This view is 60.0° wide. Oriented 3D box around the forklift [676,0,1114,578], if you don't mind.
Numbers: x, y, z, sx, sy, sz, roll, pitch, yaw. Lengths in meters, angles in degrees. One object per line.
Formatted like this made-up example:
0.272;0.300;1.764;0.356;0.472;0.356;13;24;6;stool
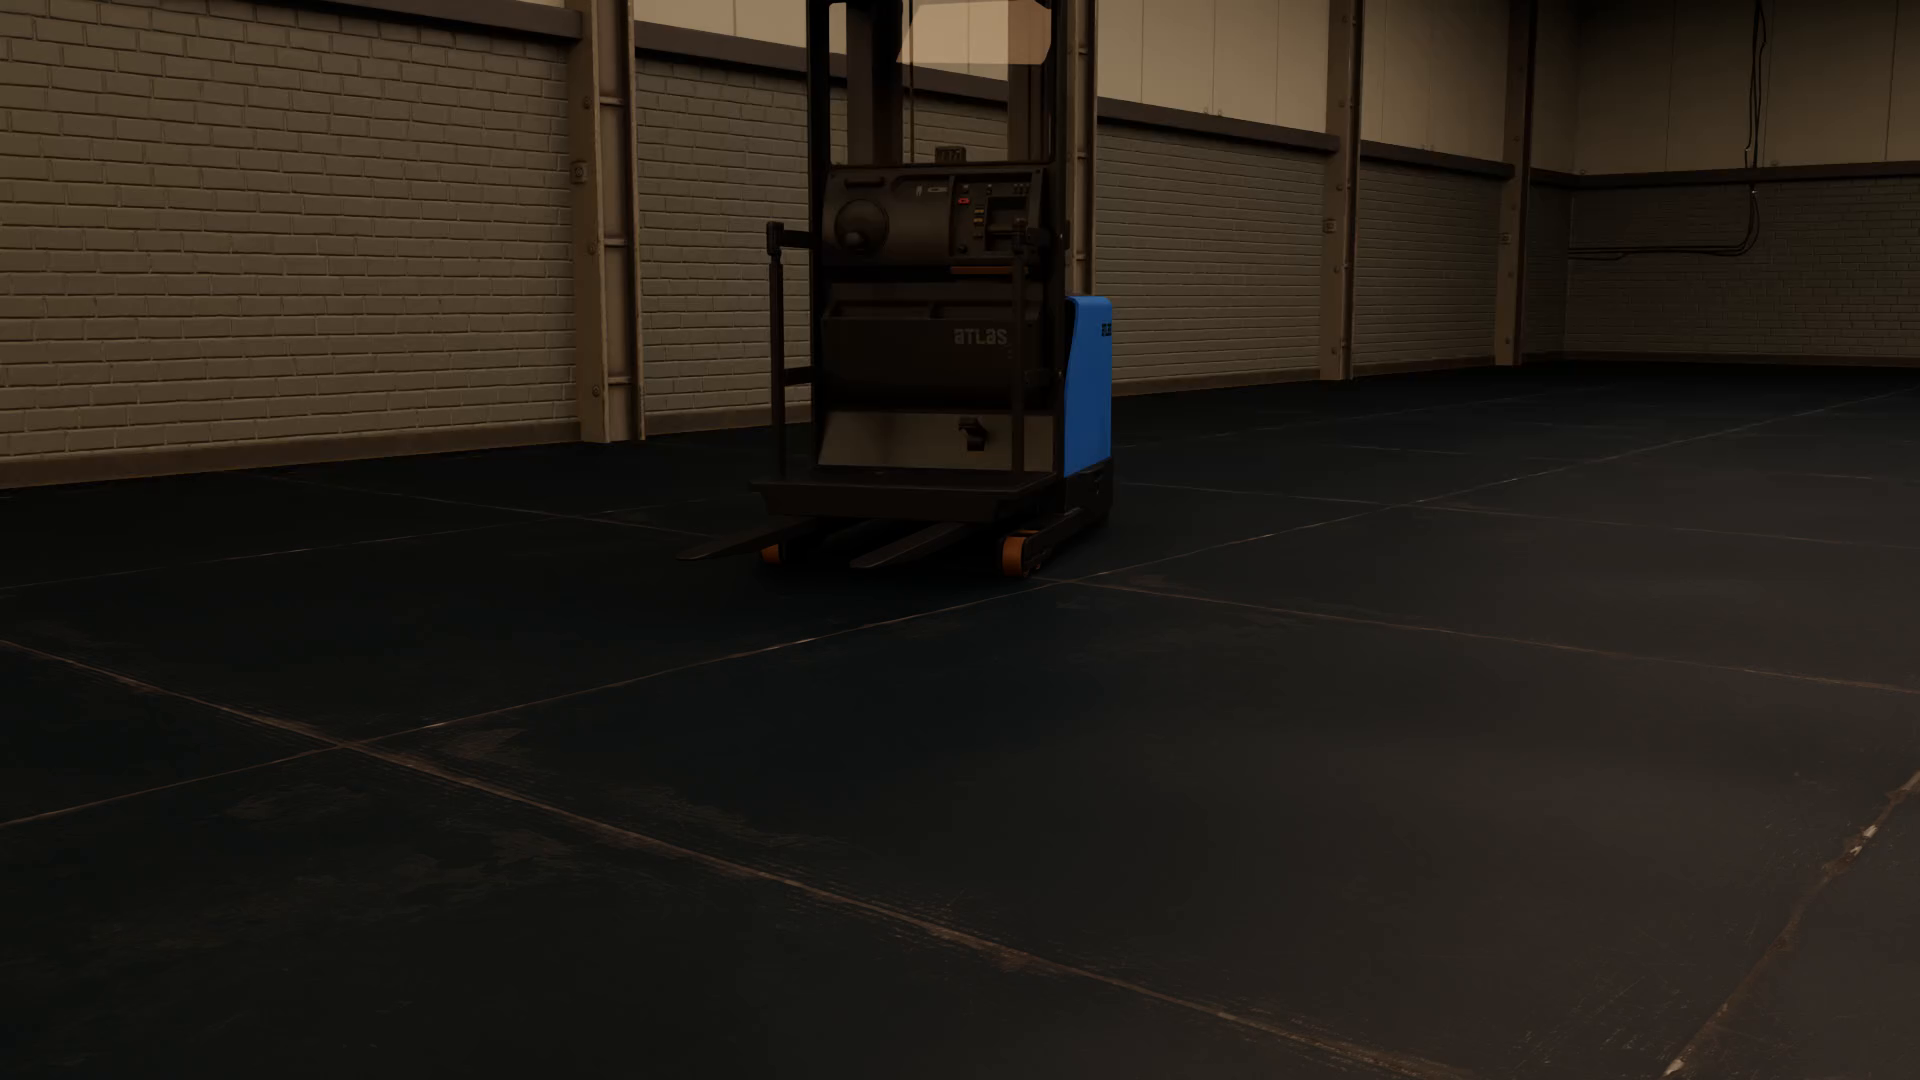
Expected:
-0.176;-1.366;6.616;1.130;2.935;3.031;3;9;17;forklift
